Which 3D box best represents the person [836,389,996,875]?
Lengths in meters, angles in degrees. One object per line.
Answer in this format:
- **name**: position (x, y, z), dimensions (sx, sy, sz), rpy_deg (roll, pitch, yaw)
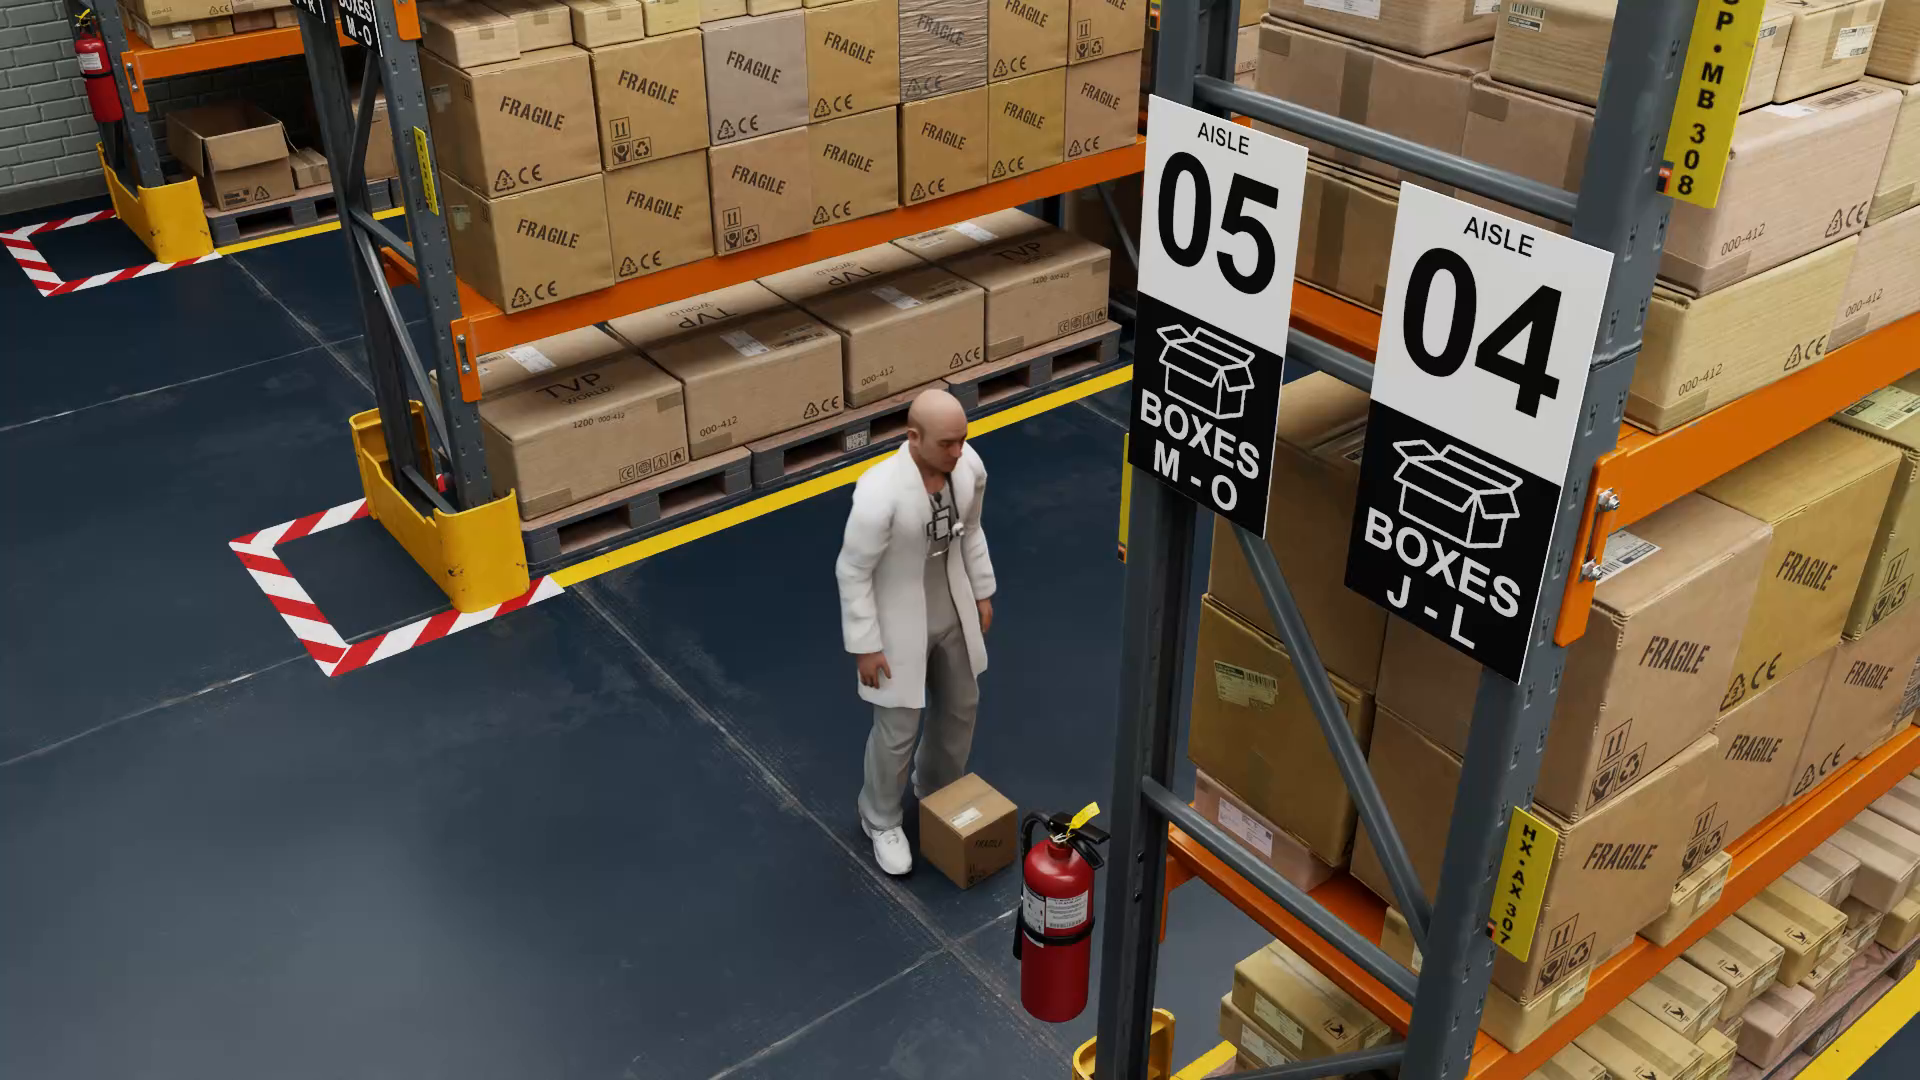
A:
- **person**: position (8.349, 0.715, 4.996), dimensions (12.393, 1.772, 12.752), rpy_deg (-24, 39, -34)
